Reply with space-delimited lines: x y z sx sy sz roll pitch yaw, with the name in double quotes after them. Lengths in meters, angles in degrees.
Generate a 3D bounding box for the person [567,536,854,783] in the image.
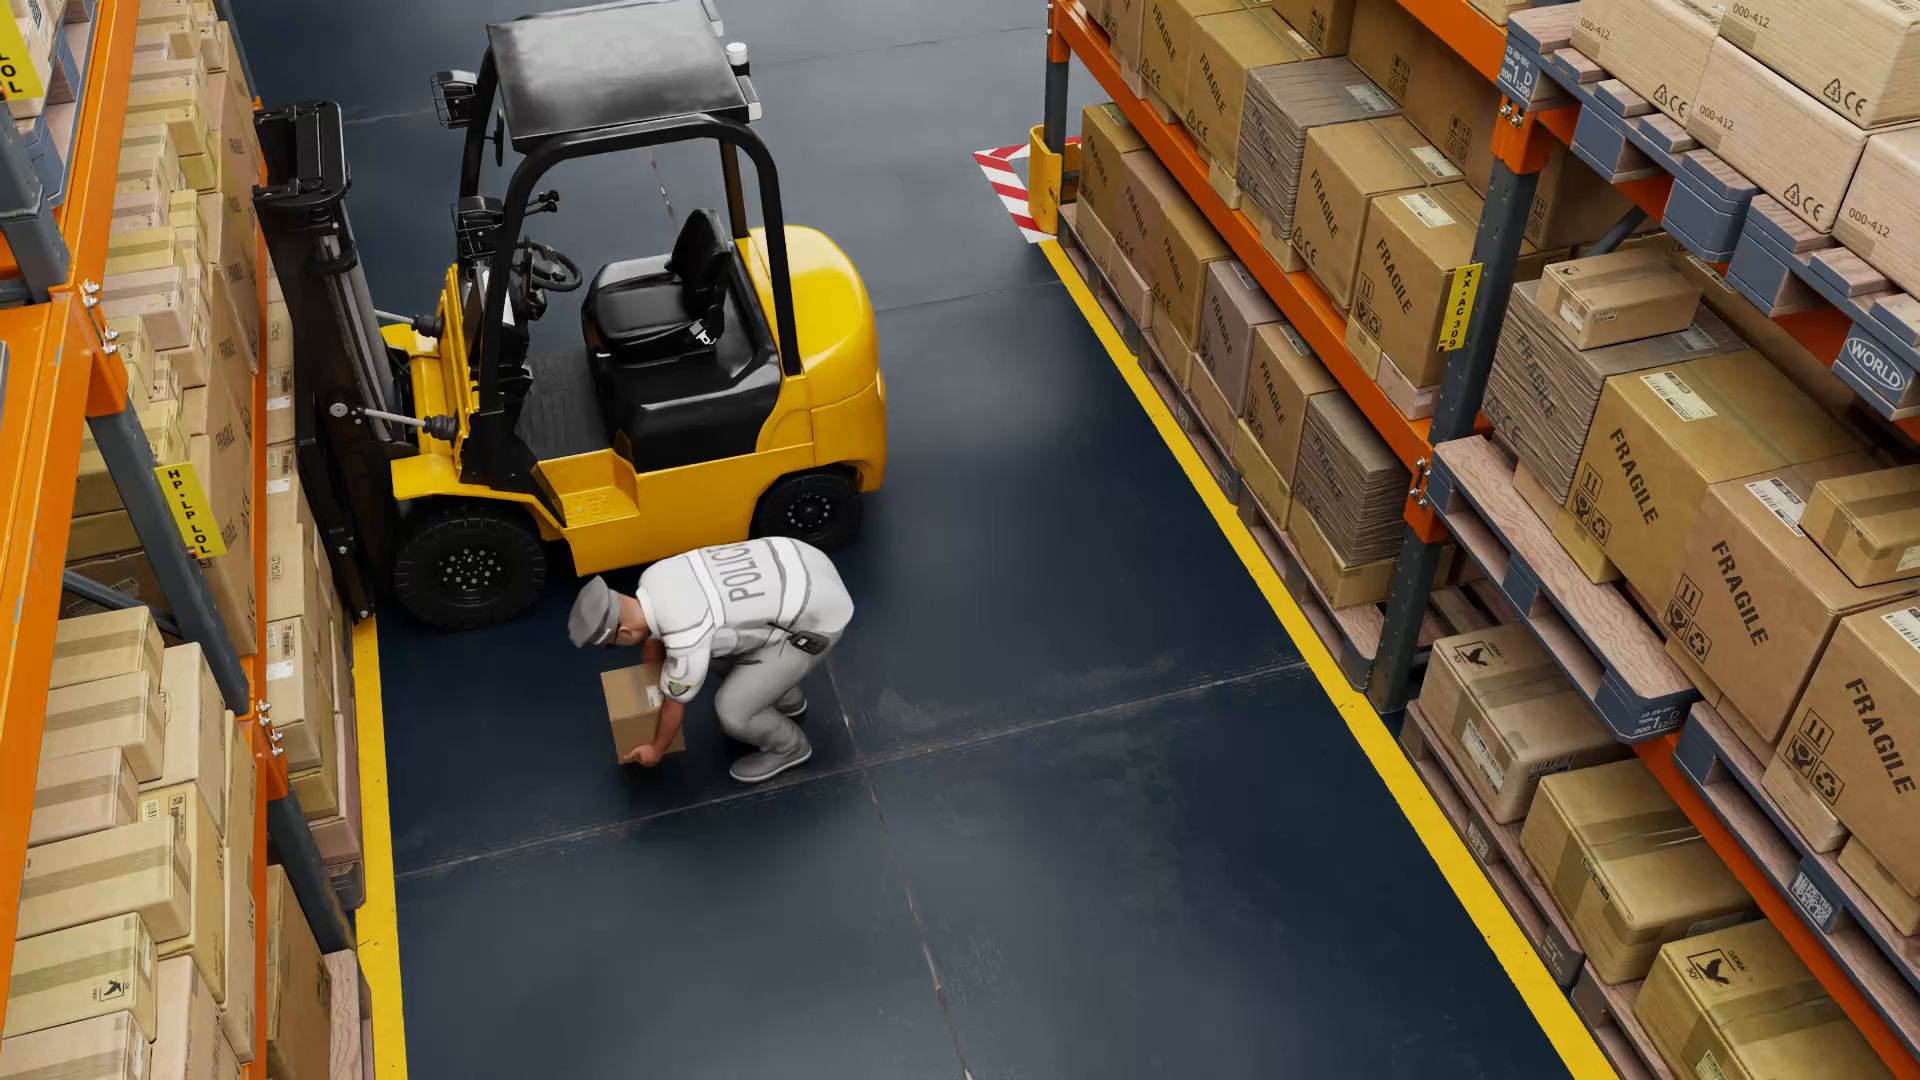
-0.916 0.452 6.190 0.999 1.037 0.530 -14 44 -15 "person"
